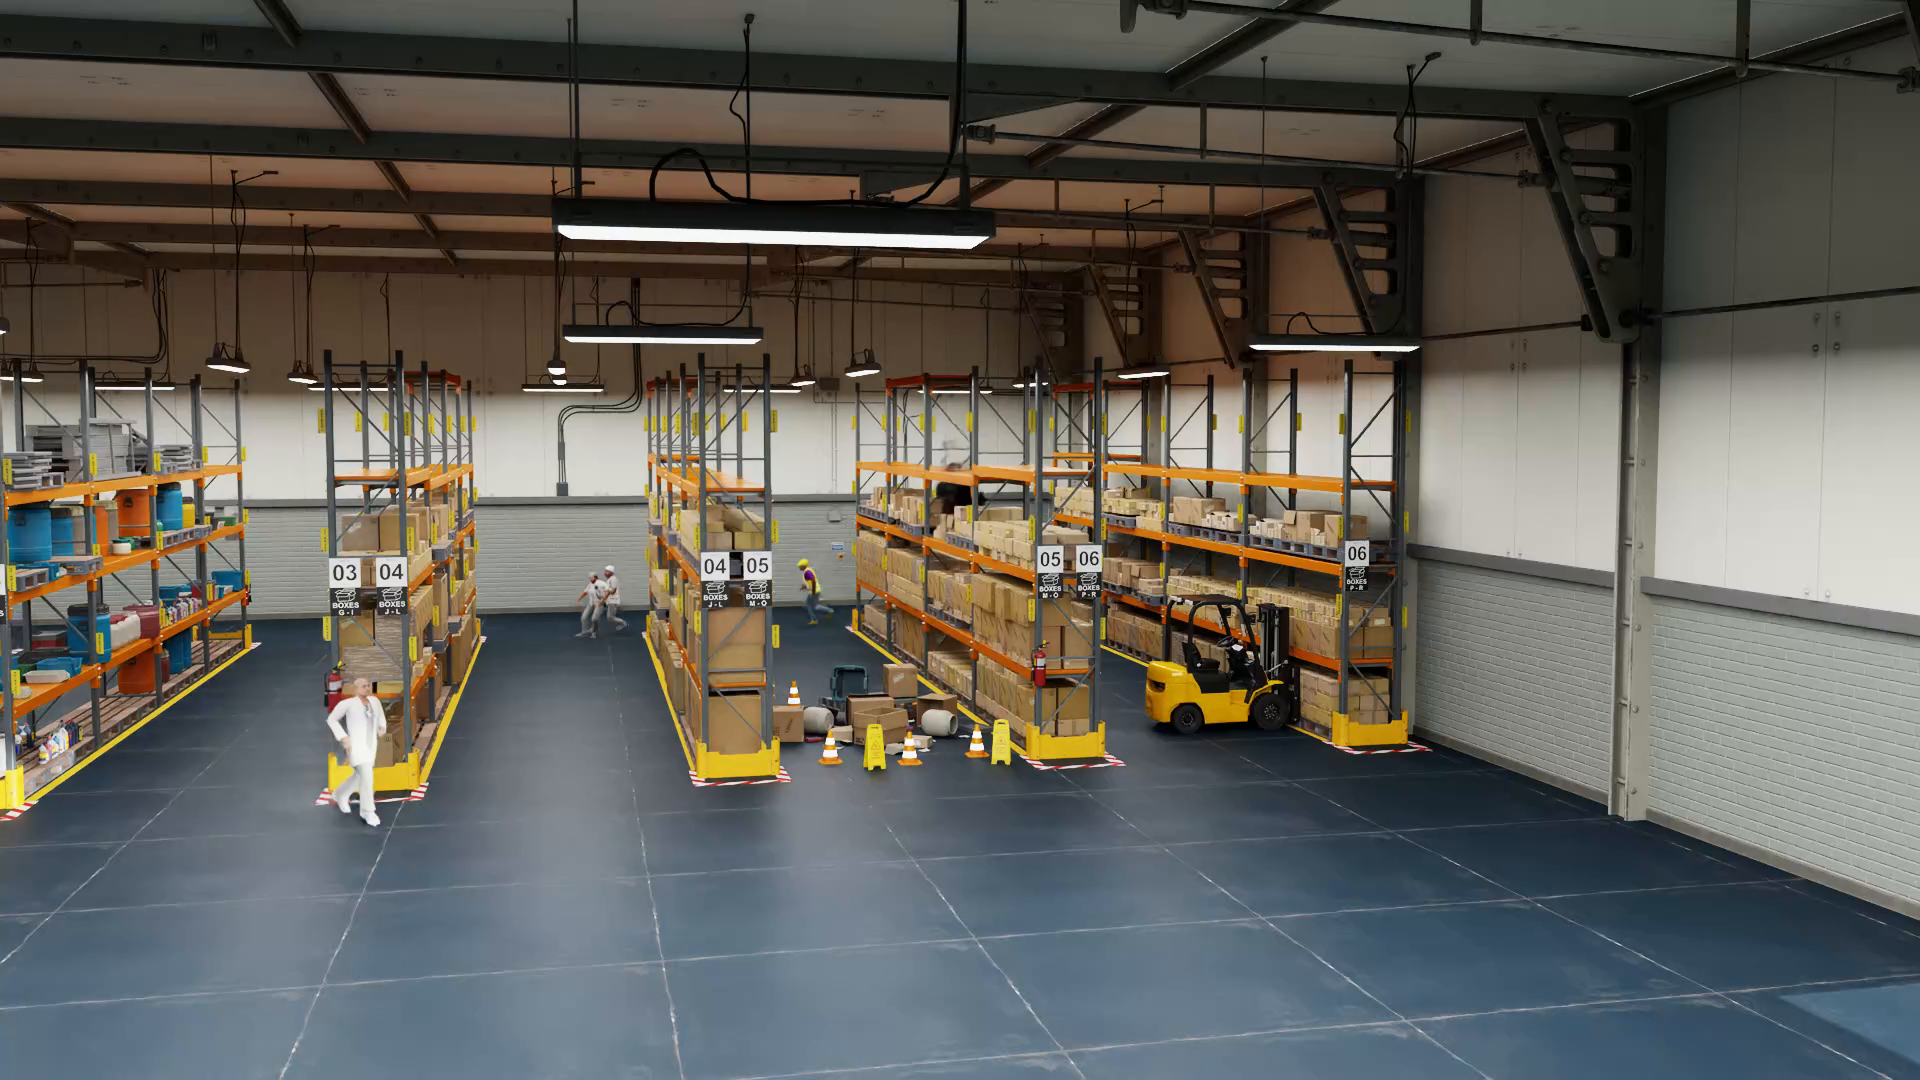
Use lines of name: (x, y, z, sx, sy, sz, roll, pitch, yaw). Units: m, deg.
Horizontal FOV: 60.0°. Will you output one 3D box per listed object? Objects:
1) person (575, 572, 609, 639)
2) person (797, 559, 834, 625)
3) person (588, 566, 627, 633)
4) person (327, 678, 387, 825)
person: (-8.604, 1.533, 38.922, 0.868, 1.601, 0.539, 2, 4, 25)
person: (-3.598, 1.306, 41.472, 0.931, 1.669, 0.698, 0, 4, -6)
person: (-8.384, 1.422, 39.712, 0.984, 1.622, 0.738, -3, 5, -38)
person: (-7.616, 2.646, 21.086, 0.937, 1.820, 0.720, 2, 4, 26)
